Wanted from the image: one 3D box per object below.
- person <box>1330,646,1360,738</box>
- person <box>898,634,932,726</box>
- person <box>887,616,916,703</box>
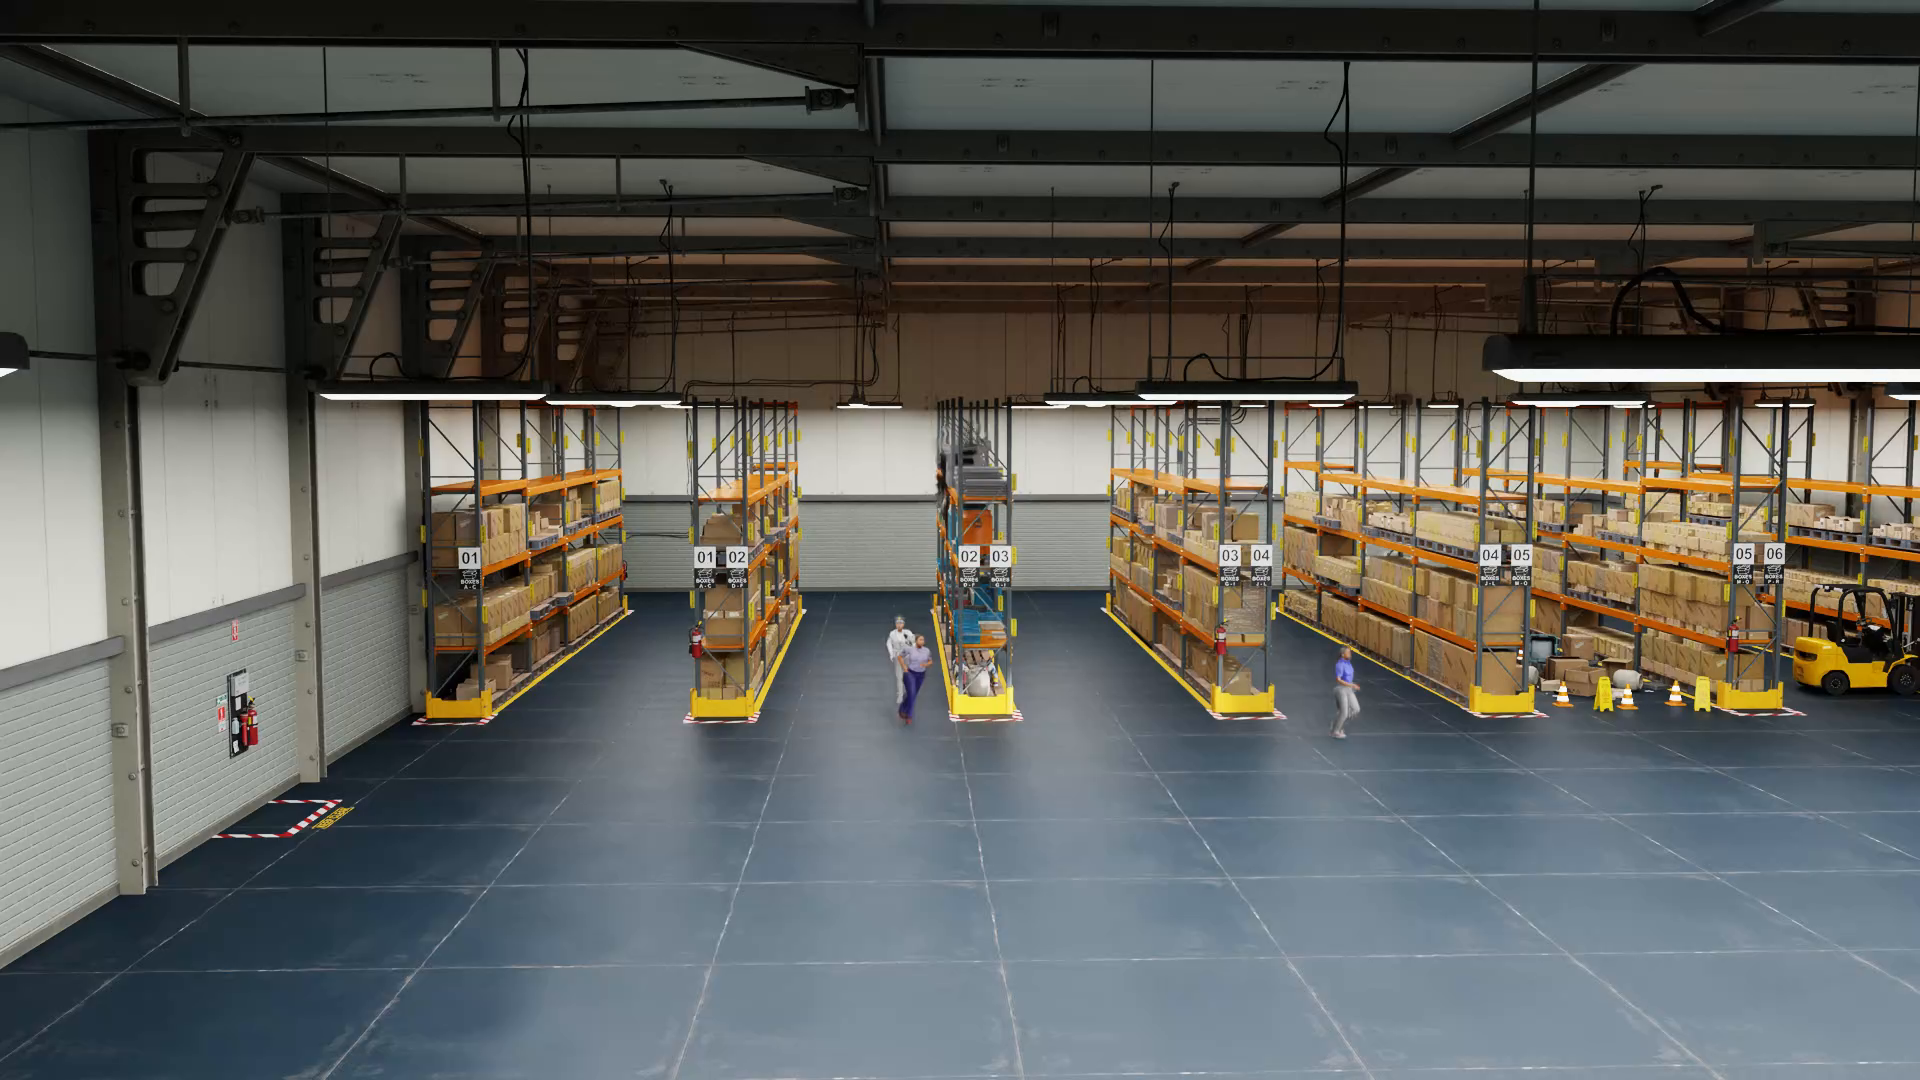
[{"bbox_3d":[6.771,2.700,29.079,0.572,1.524,0.615,3,6,37],"label":"person"},{"bbox_3d":[-0.850,2.559,30.766,0.665,1.670,0.786,-3,5,-30],"label":"person"},{"bbox_3d":[-1.144,2.343,32.968,0.618,1.704,0.711,0,4,2],"label":"person"}]
